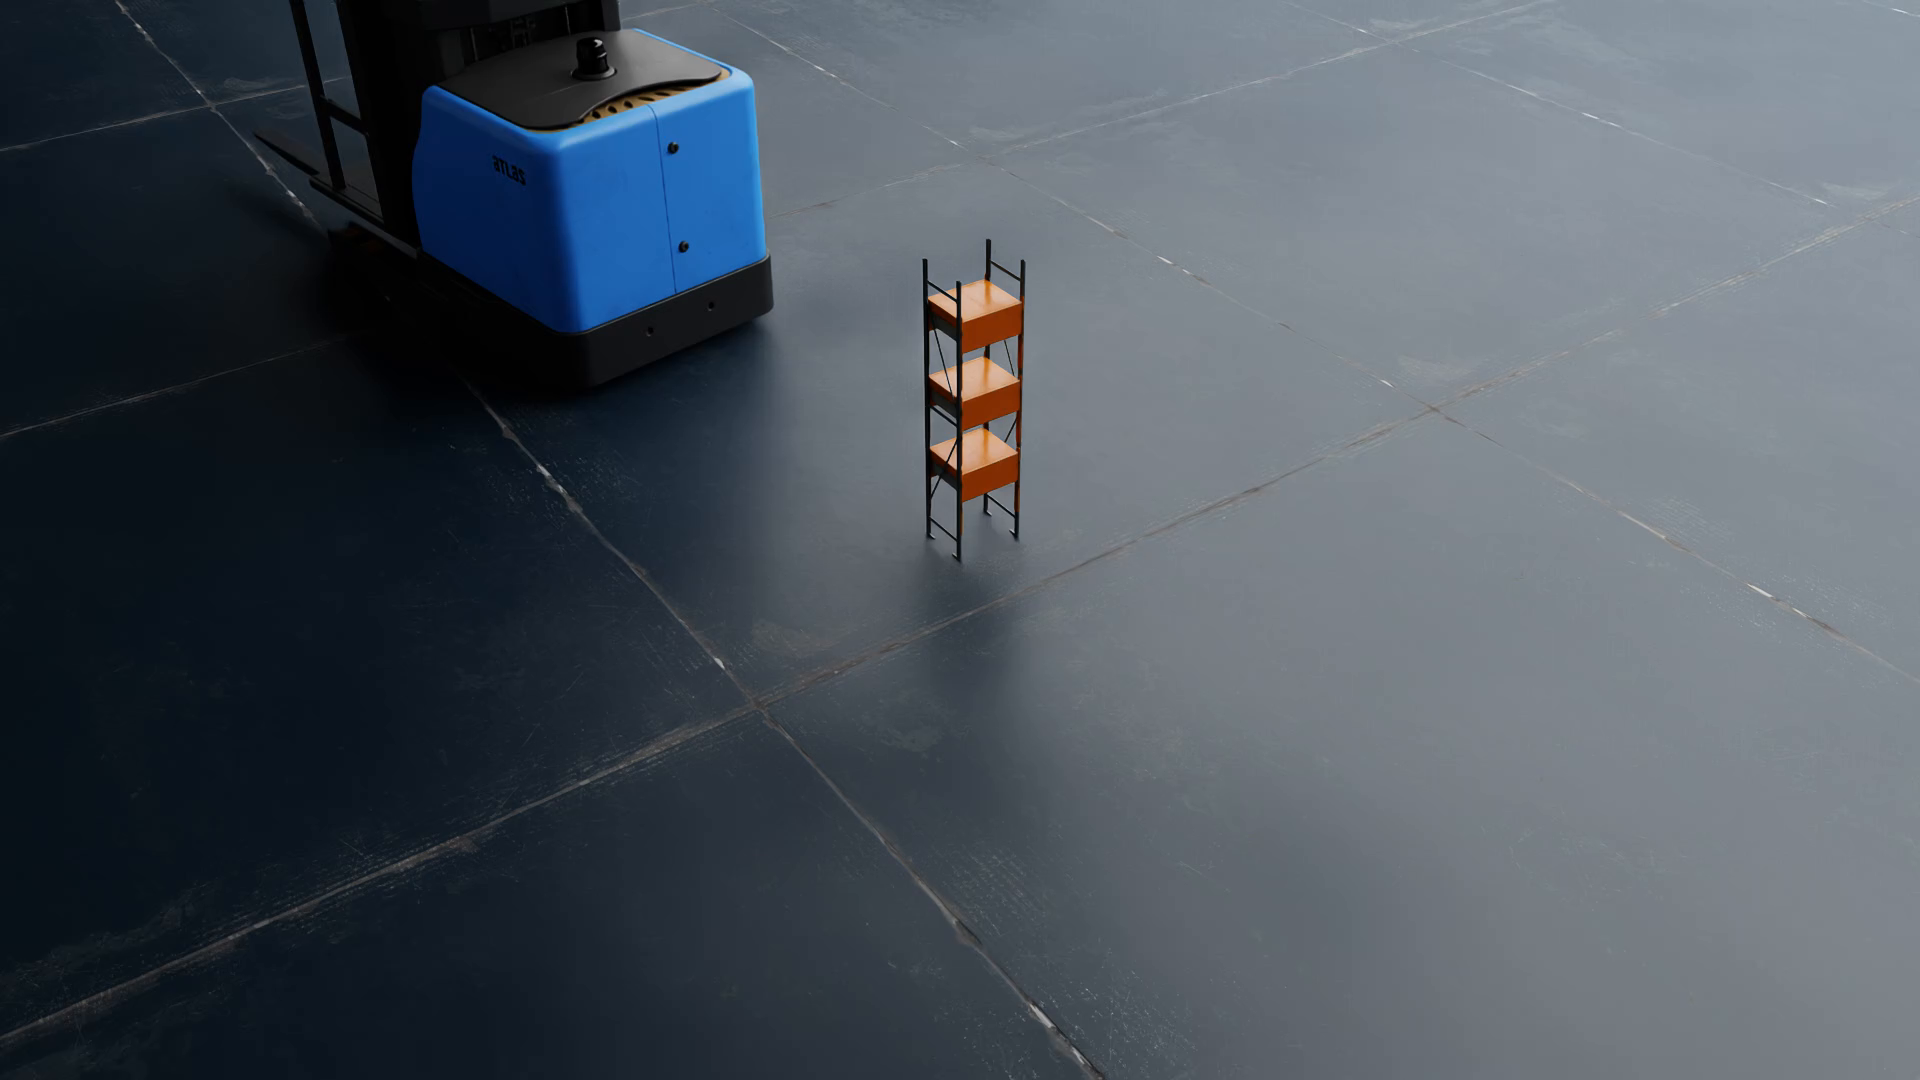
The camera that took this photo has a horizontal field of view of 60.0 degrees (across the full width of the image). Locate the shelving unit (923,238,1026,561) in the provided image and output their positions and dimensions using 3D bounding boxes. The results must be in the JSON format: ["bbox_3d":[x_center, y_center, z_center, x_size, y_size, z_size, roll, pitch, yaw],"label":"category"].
[{"bbox_3d":[0.044,-0.444,5.468,0.252,1.050,0.215,-22,41,-28],"label":"shelving unit"}]

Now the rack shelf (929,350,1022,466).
[{"bbox_3d":[0.044,-0.436,5.475,0.240,0.259,0.215,-22,41,-28],"label":"rack shelf"}]

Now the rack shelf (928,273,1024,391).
[{"bbox_3d":[0.044,-0.666,5.309,0.240,0.259,0.215,-22,41,-28],"label":"rack shelf"}]

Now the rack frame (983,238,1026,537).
[{"bbox_3d":[0.143,-0.485,5.526,0.008,1.050,0.200,-22,41,-28],"label":"rack frame"}]

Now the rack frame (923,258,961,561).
[{"bbox_3d":[-0.056,-0.403,5.411,0.008,1.050,0.200,-22,41,-28],"label":"rack frame"}]

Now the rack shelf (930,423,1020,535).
[{"bbox_3d":[0.044,-0.210,5.637,0.240,0.259,0.215,-22,41,-28],"label":"rack shelf"}]

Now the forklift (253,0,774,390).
[{"bbox_3d":[-2.176,-2.531,6.759,1.130,2.935,3.031,-30,45,-35],"label":"forklift"}]
